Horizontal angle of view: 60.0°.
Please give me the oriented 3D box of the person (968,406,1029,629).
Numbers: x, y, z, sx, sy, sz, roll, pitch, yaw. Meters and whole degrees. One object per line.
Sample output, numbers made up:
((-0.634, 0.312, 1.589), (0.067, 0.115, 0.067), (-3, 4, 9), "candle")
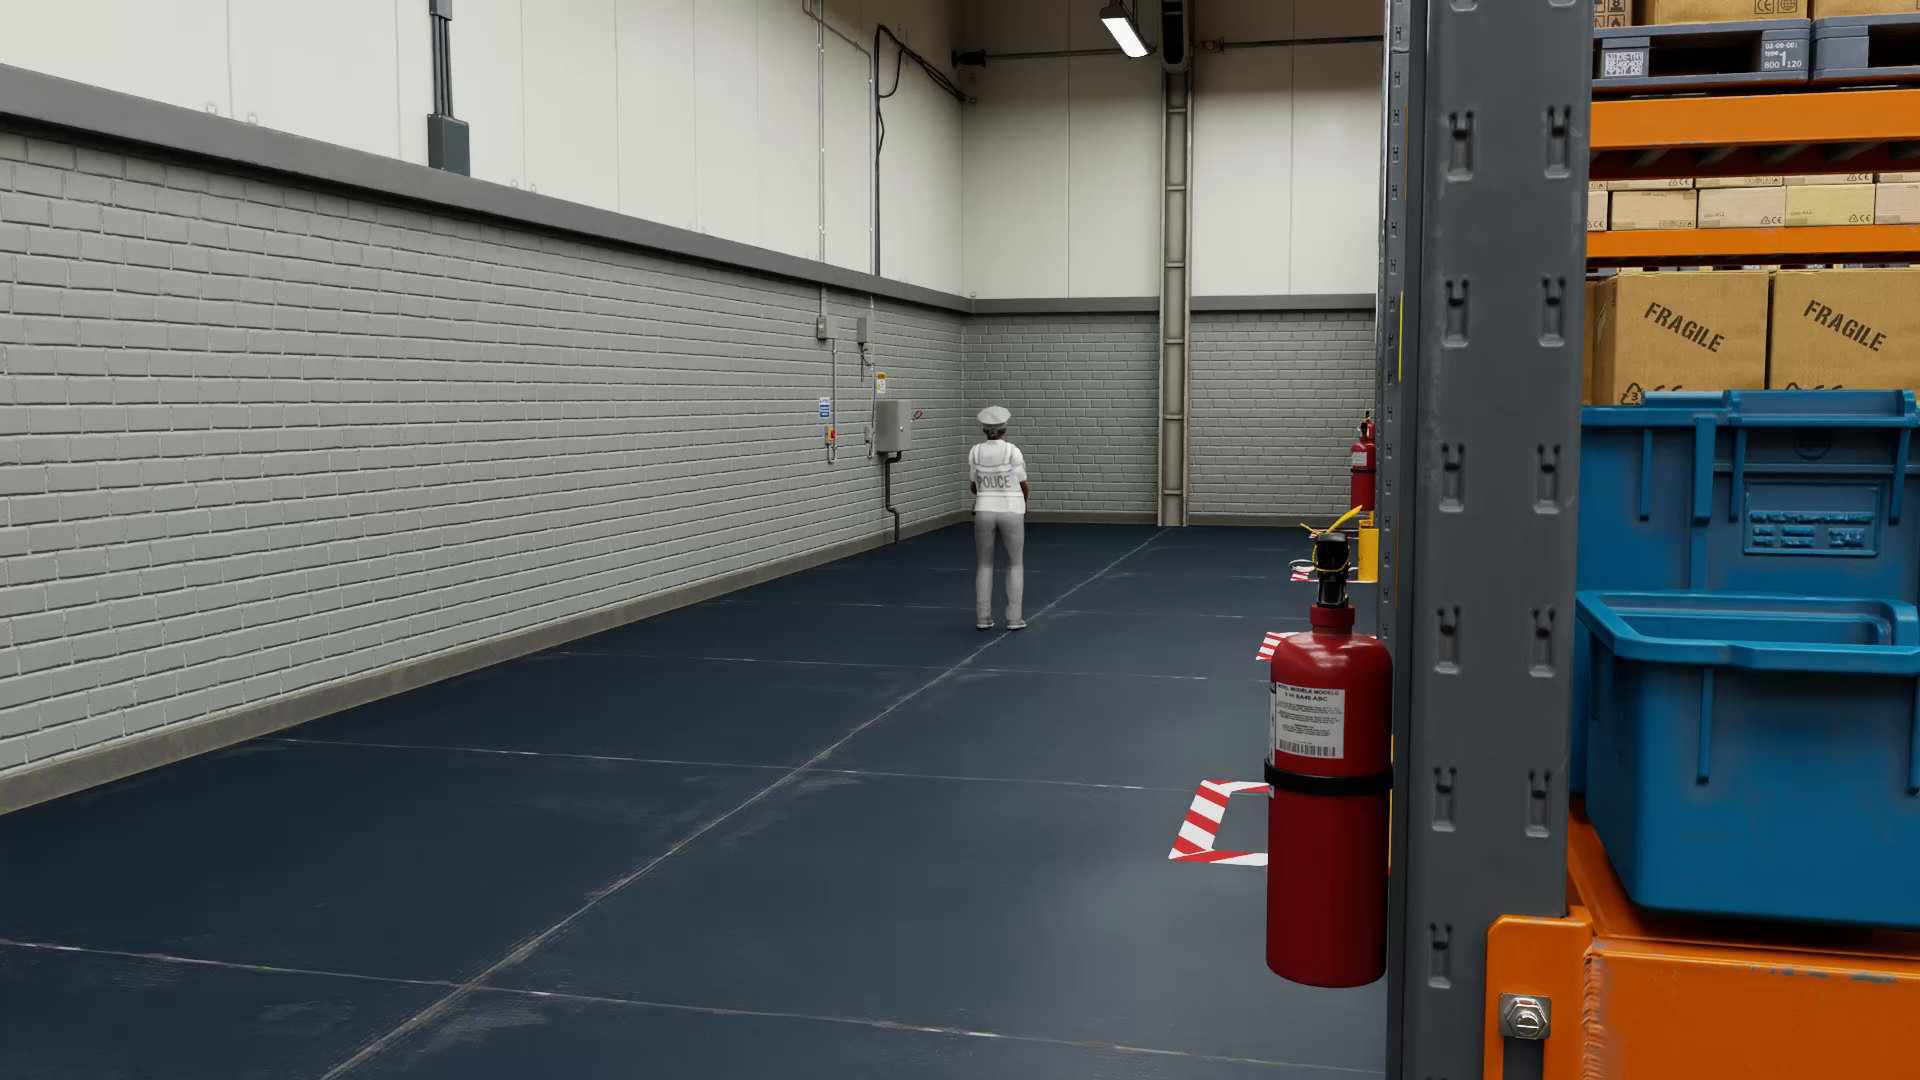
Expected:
((0.309, -0.174, 12.630), (0.449, 1.688, 0.540), (1, 5, 14), "person")
